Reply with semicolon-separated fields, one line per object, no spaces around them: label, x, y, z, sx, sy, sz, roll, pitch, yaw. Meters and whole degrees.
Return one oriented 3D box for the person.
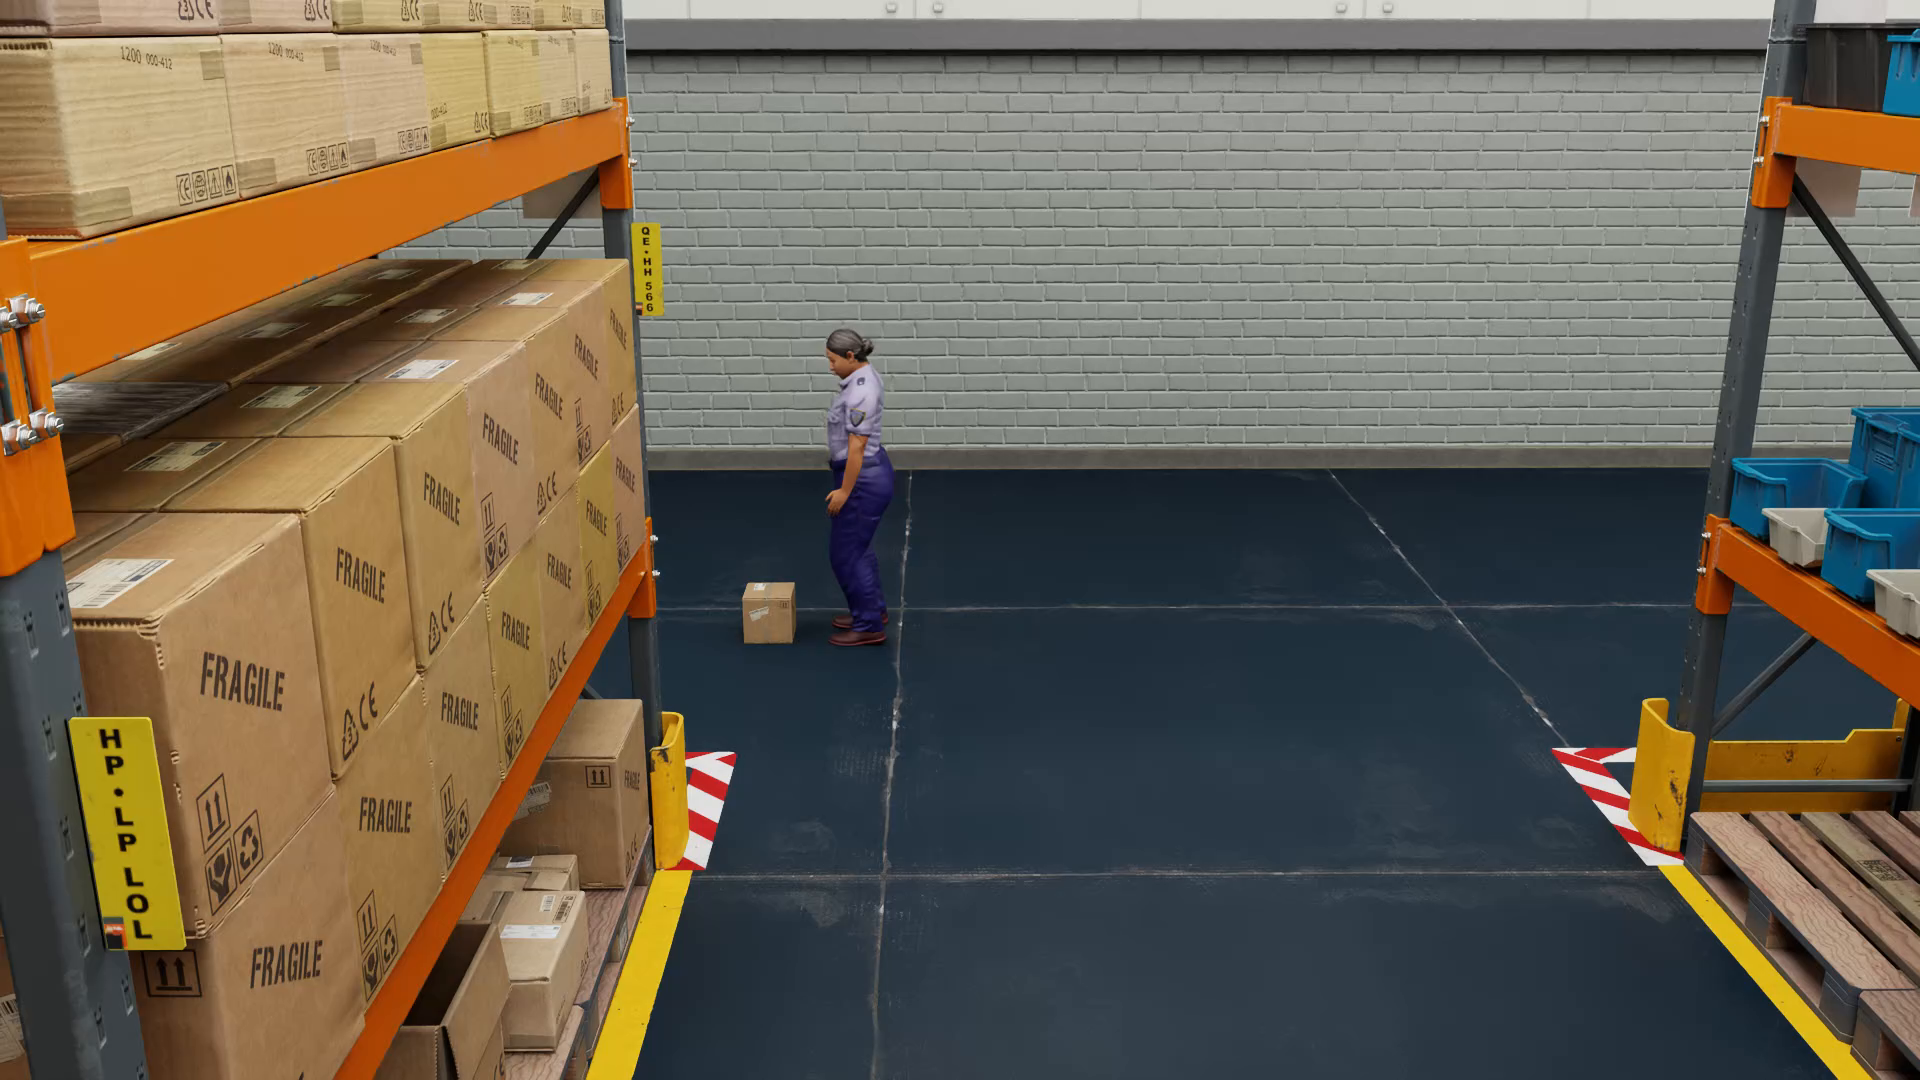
person;-0.510;-0.269;8.484;0.352;1.631;0.483;0;17;0
